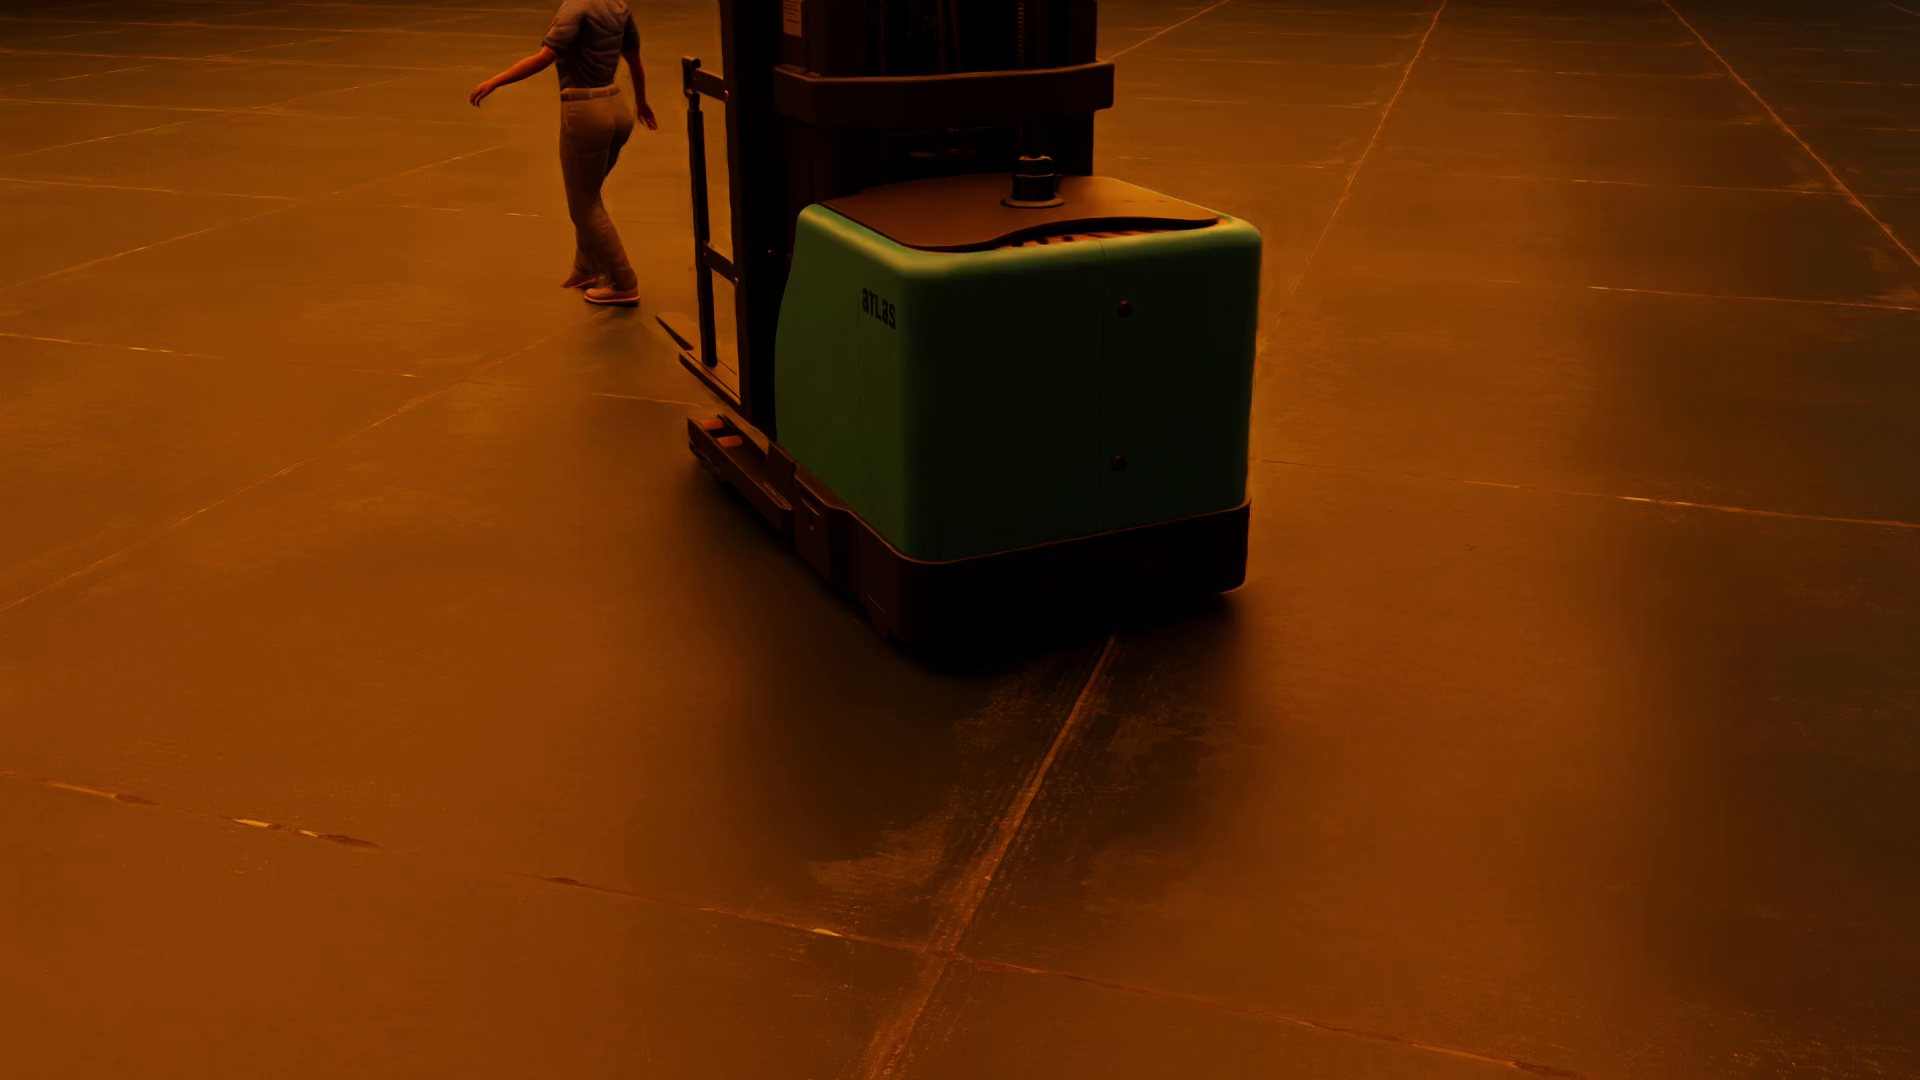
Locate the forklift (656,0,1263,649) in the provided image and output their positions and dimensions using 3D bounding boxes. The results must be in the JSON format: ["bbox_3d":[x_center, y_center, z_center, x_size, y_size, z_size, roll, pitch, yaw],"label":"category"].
[{"bbox_3d":[-0.283,-1.602,5.161,1.130,2.935,3.031,-10,25,-23],"label":"forklift"}]

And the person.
[{"bbox_3d":[-1.748,-1.898,7.666,0.614,1.665,0.907,9,24,21],"label":"person"}]
